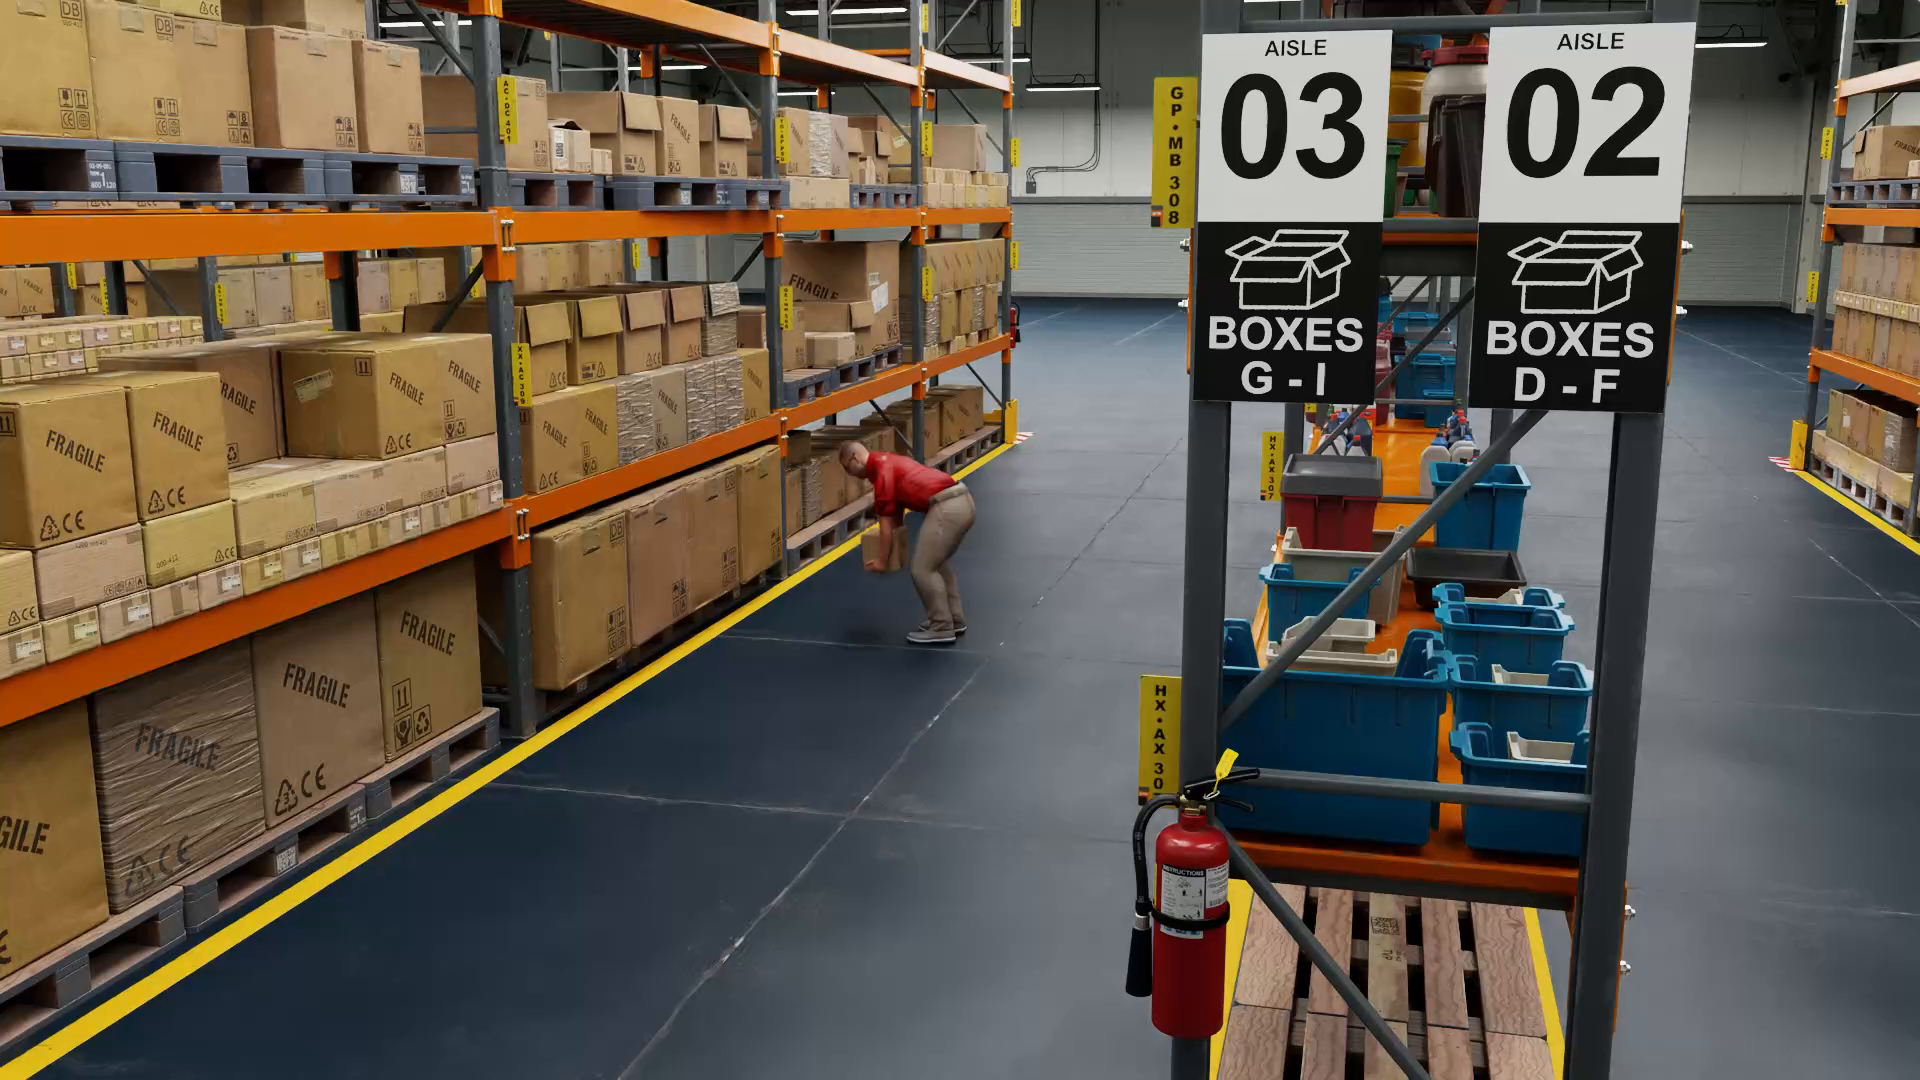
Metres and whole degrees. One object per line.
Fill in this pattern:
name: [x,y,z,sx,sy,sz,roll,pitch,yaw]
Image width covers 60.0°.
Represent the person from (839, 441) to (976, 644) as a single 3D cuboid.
person: [-0.373,0.002,11.058,0.868,1.308,0.482,2,12,12]
